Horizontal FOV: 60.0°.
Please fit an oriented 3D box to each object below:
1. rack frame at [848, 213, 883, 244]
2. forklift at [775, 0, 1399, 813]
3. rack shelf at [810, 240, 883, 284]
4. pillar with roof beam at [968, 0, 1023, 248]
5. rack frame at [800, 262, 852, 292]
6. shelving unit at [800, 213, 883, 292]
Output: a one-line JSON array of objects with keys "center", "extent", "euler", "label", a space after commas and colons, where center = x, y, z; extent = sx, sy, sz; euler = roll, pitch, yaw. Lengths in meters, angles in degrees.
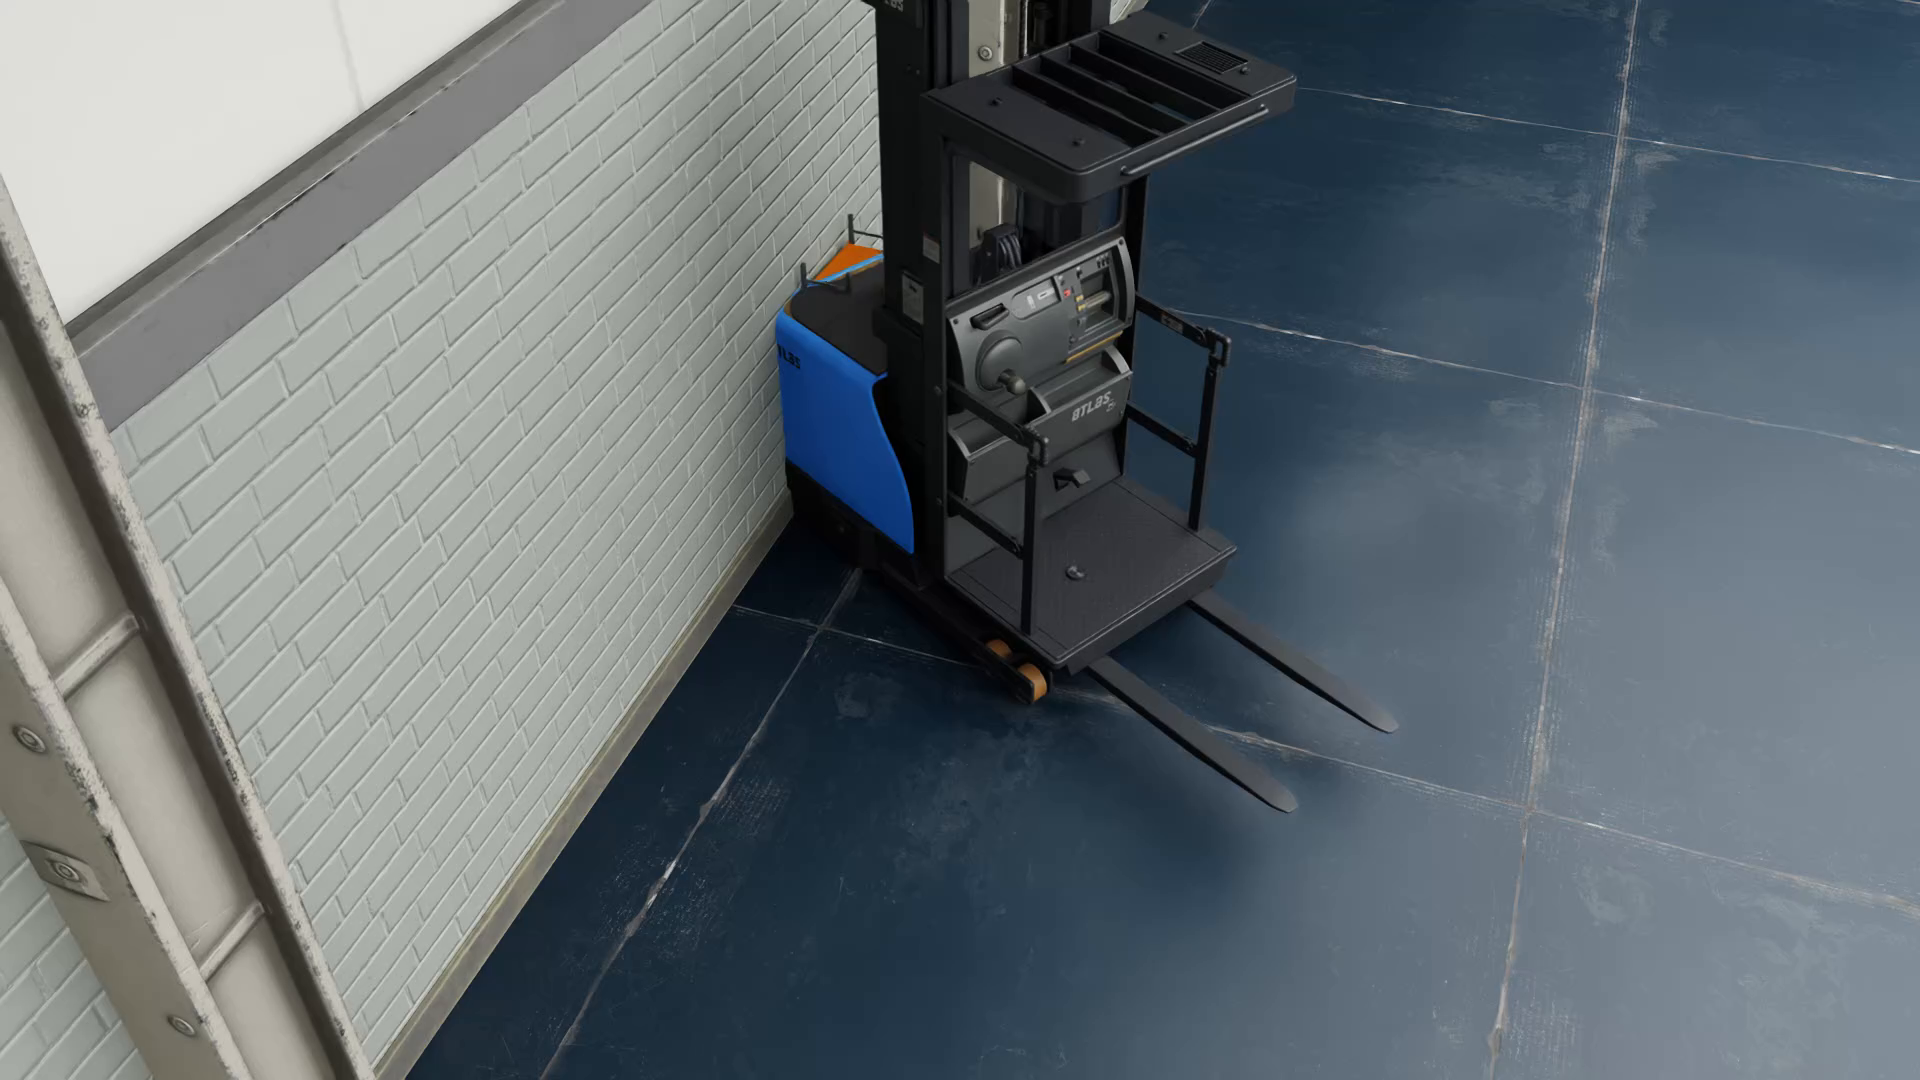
[{"center": [-0.403, -1.002, 7.983], "extent": [0.240, 1.200, 0.015], "euler": [15, 41, 17], "label": "rack frame"}, {"center": [0.473, -0.813, 6.399], "extent": [1.130, 2.935, 3.031], "euler": [-30, 49, -30], "label": "forklift"}, {"center": [-0.495, -1.166, 7.560], "extent": [0.258, 0.148, 0.480], "euler": [15, 41, 17], "label": "rack shelf"}, {"center": [4.170, -3.986, 5.443], "extent": [9.100, 9.000, 0.400], "euler": [13, 42, 15], "label": "pillar with roof beam"}, {"center": [-0.589, -0.719, 7.632], "extent": [0.240, 1.200, 0.015], "euler": [15, 41, 17], "label": "rack frame"}, {"center": [-0.496, -0.861, 7.807], "extent": [0.258, 1.200, 0.503], "euler": [15, 41, 17], "label": "shelving unit"}]
